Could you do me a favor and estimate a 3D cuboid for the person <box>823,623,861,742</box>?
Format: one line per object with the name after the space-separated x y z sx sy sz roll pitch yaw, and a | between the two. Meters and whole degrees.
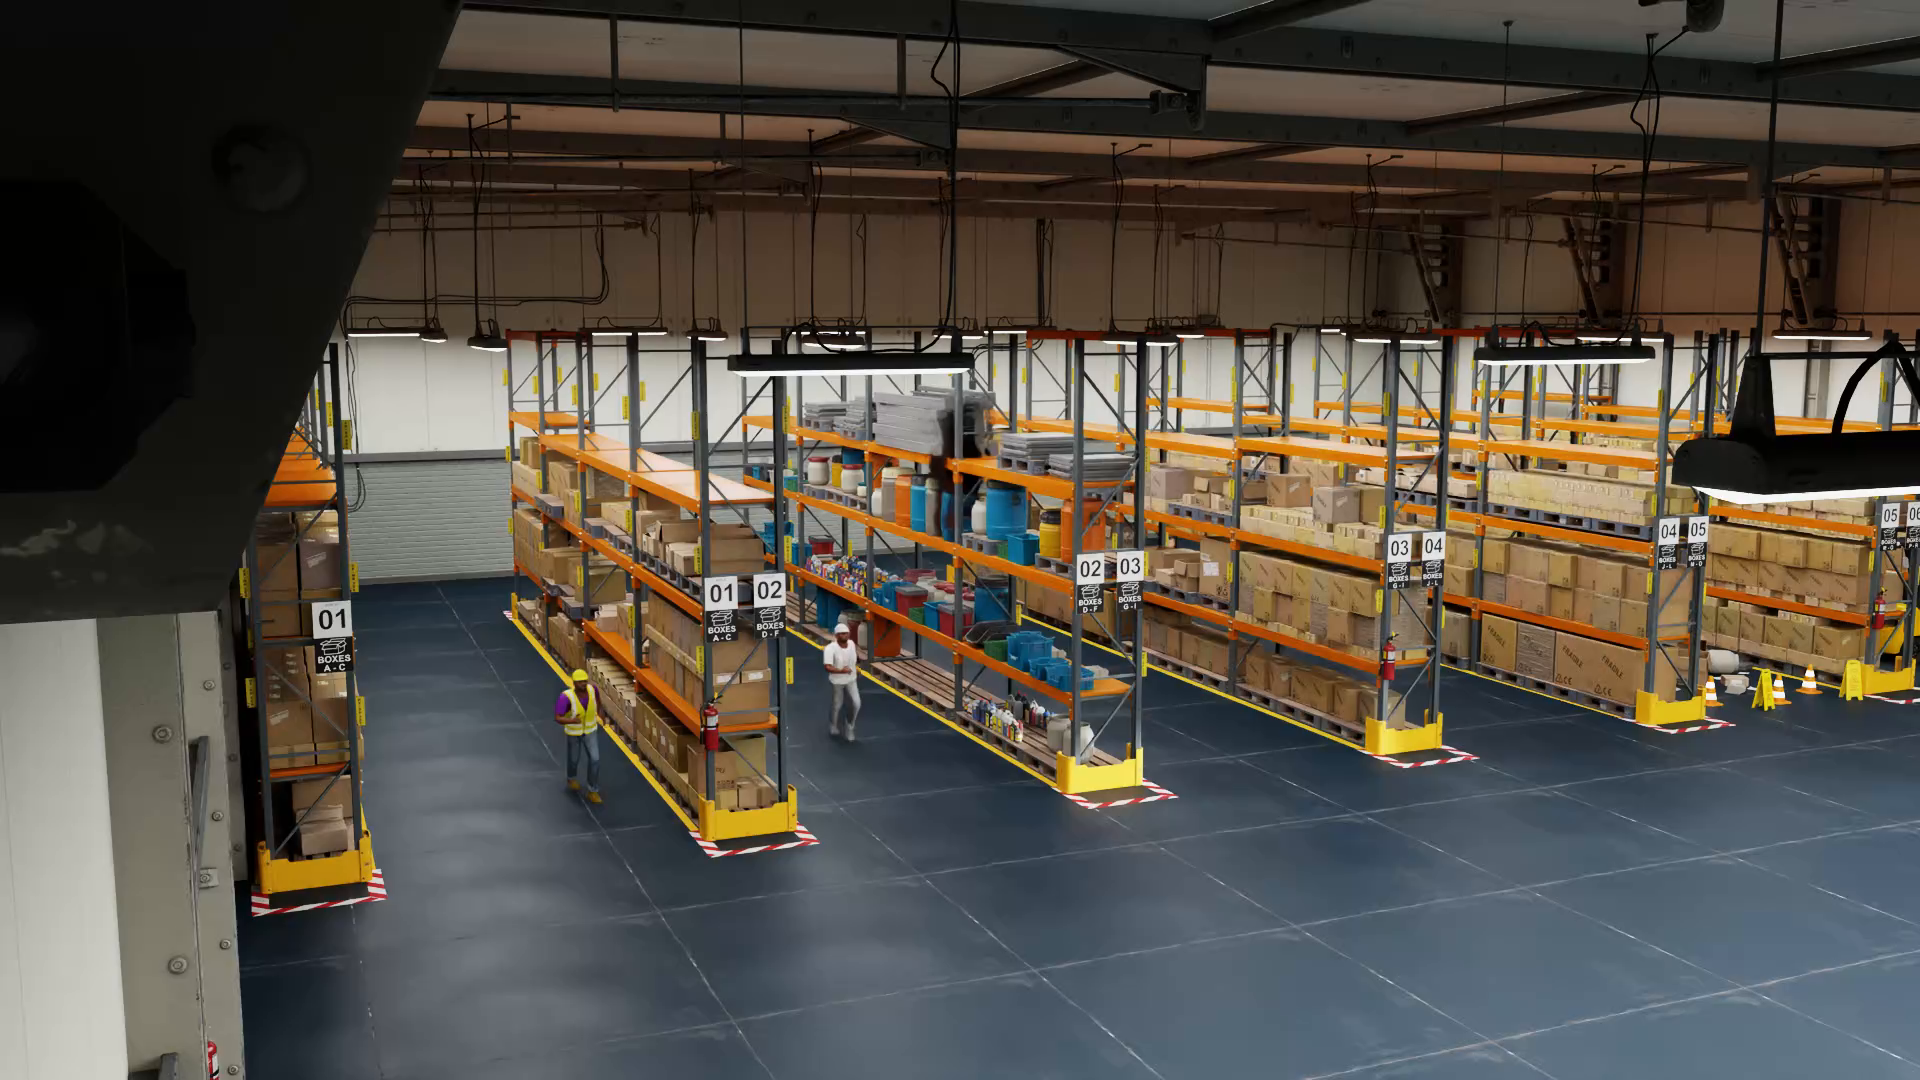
-1.728 2.116 24.671 0.659 1.786 0.810 -4 9 -29 | person

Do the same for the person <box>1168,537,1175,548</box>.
4.408 0.771 34.845 0.528 1.687 0.691 -5 9 -32 | person

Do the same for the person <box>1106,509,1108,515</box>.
3.451 -0.019 41.008 0.768 1.649 0.689 7 10 41 | person

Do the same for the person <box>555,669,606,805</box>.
-4.960 2.524 21.728 0.717 1.756 0.973 -4 9 -27 | person
